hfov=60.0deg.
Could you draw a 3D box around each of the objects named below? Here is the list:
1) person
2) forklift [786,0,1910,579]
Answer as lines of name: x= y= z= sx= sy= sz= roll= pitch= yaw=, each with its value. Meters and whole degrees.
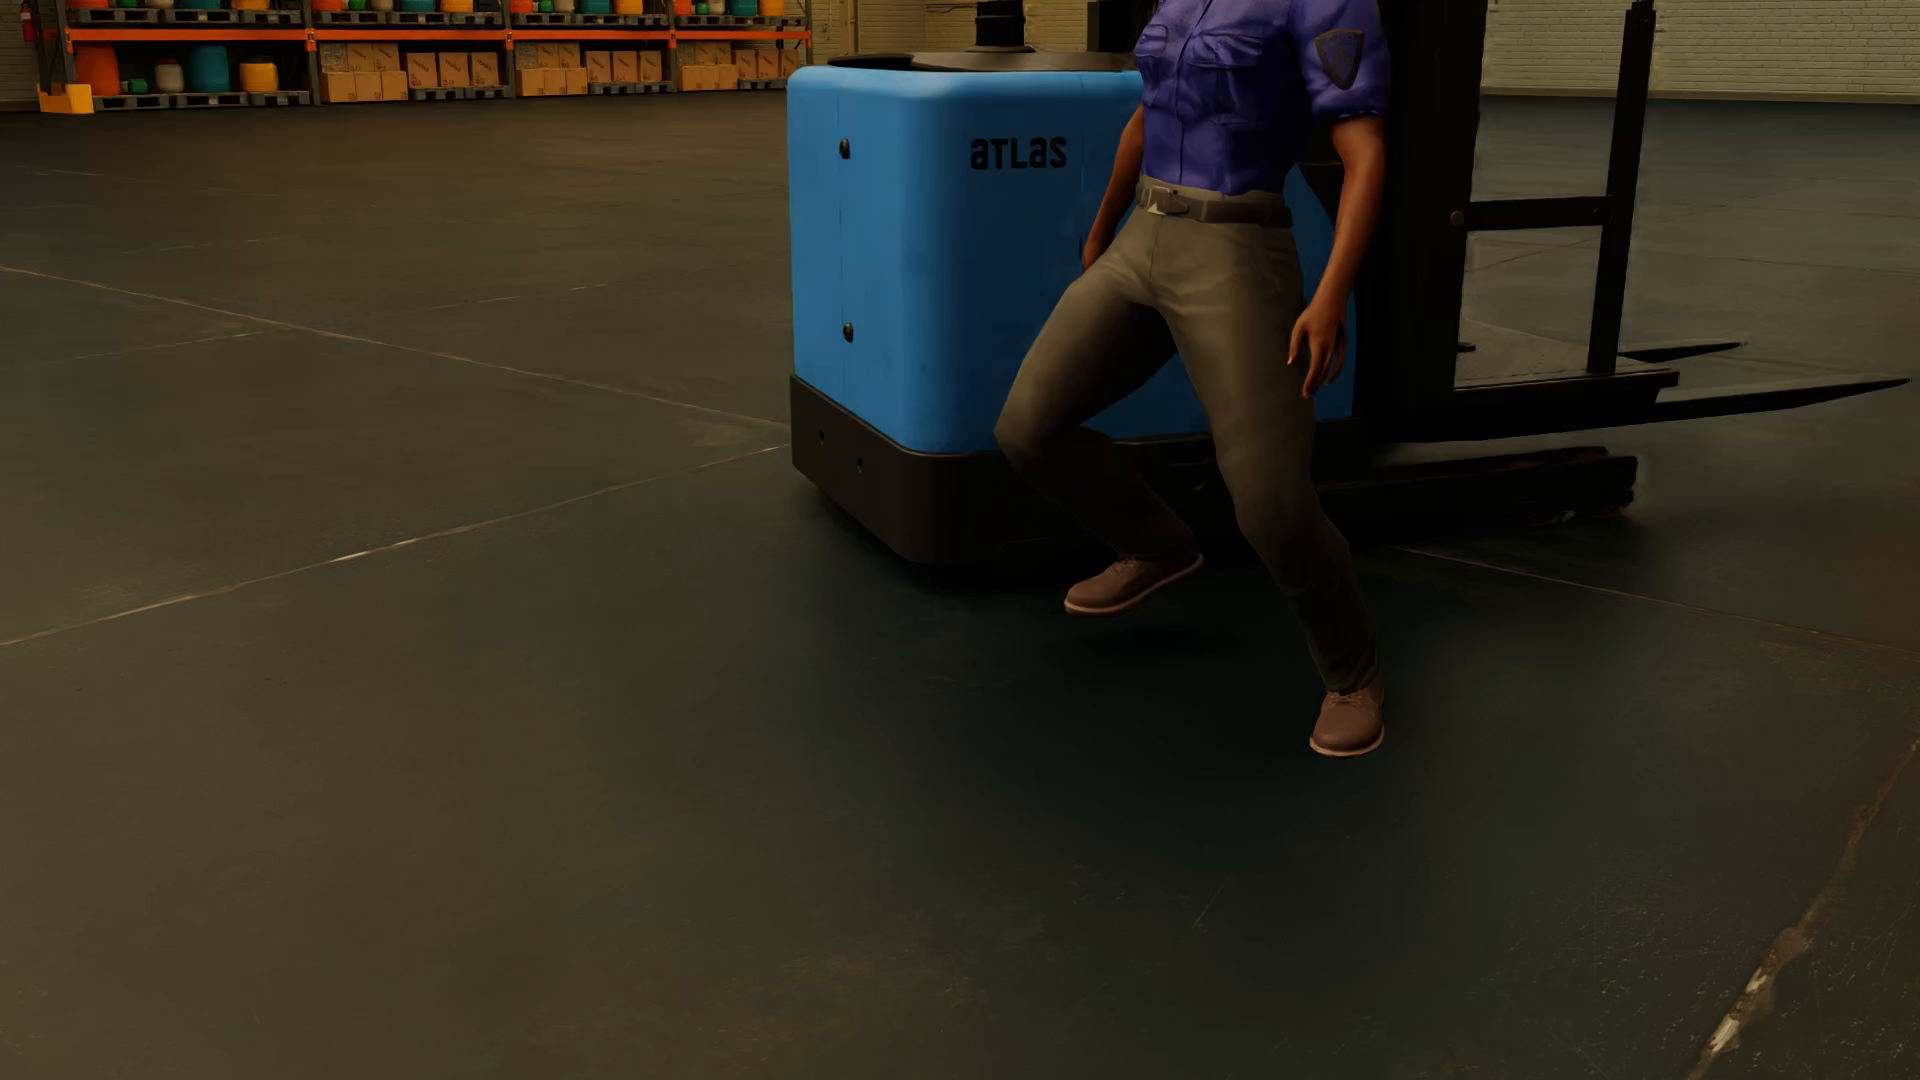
person: x=0.418 y=-0.463 z=2.829 sx=0.523 sy=1.567 sz=0.836 roll=-9 pitch=19 yaw=-28
forklift: x=1.131 y=-1.570 z=4.069 sx=3.031 sy=2.935 sz=1.130 roll=-6 pitch=18 yaw=-20
